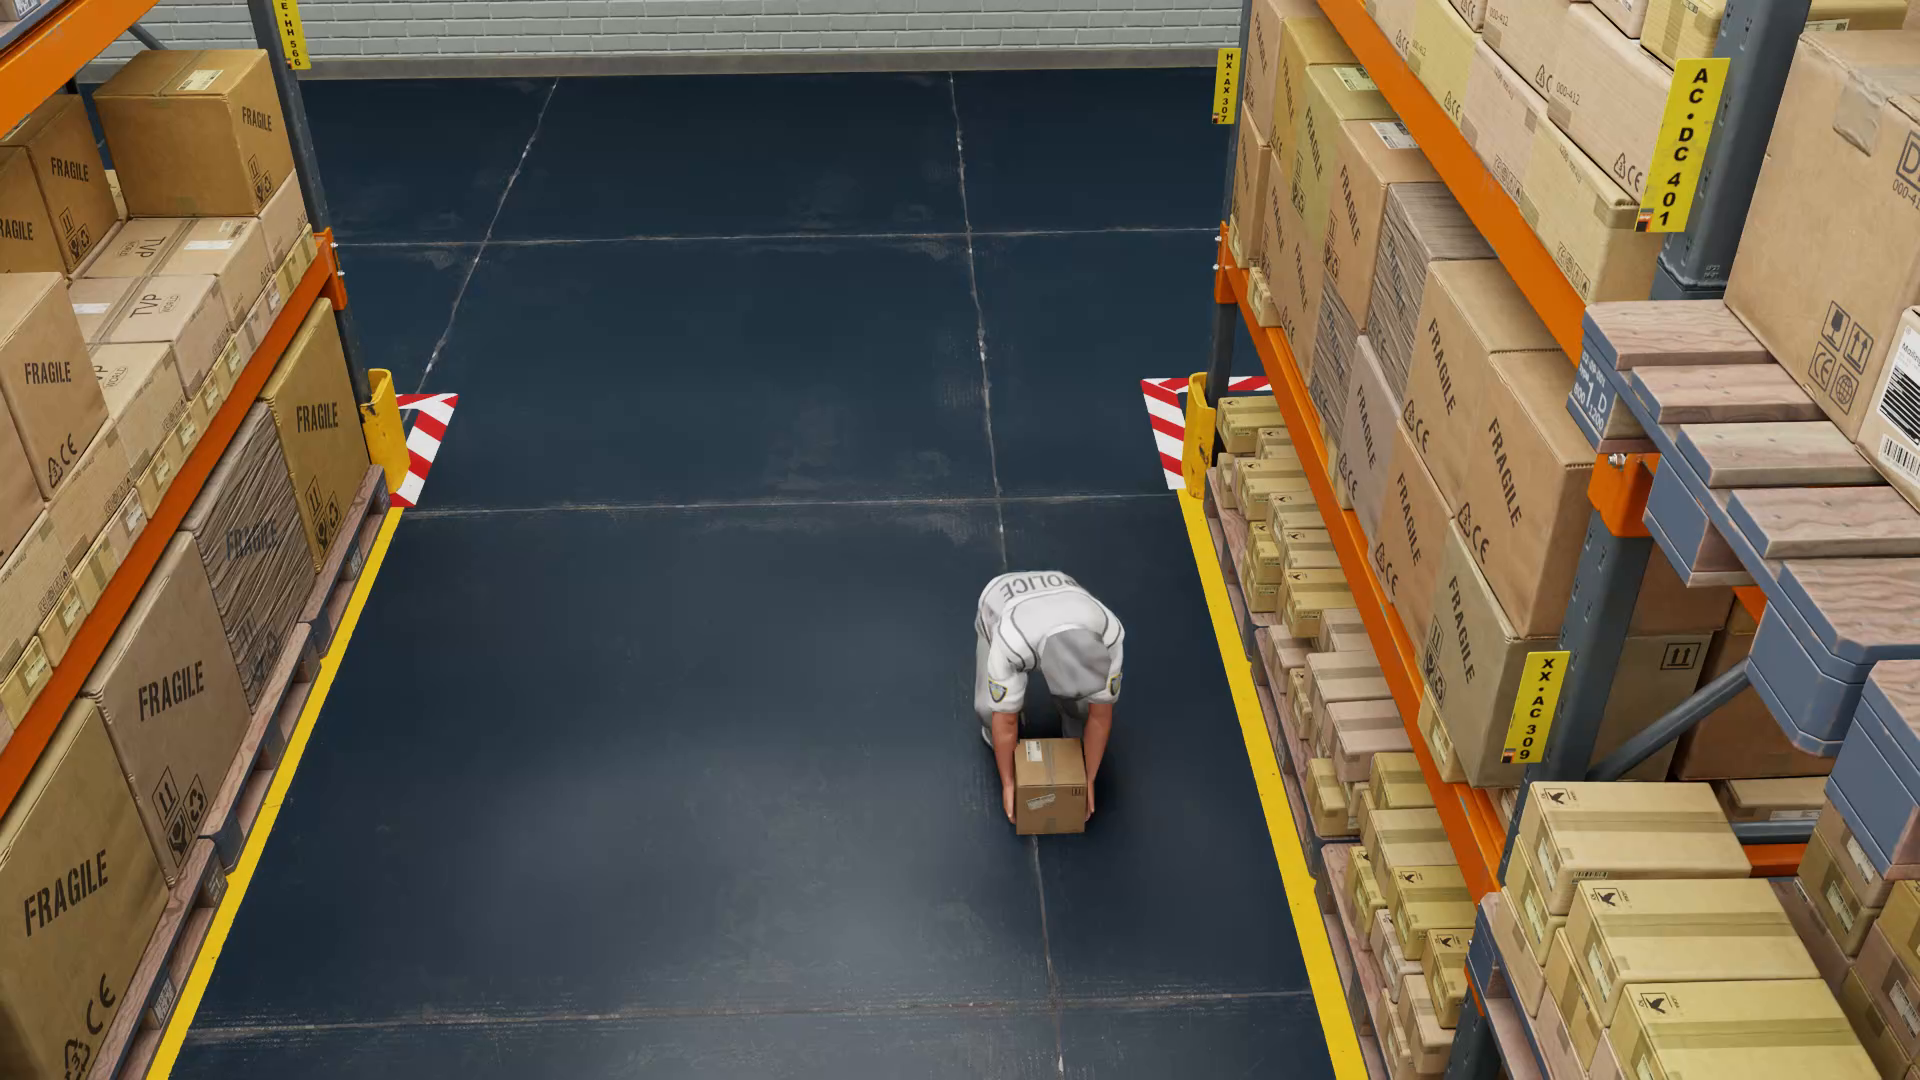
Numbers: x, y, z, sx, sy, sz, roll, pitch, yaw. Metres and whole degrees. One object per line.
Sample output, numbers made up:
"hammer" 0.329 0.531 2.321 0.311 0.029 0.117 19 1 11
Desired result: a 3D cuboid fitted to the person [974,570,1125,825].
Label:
"person" 0.320 0.497 6.247 0.548 0.901 0.968 -2 35 -3
